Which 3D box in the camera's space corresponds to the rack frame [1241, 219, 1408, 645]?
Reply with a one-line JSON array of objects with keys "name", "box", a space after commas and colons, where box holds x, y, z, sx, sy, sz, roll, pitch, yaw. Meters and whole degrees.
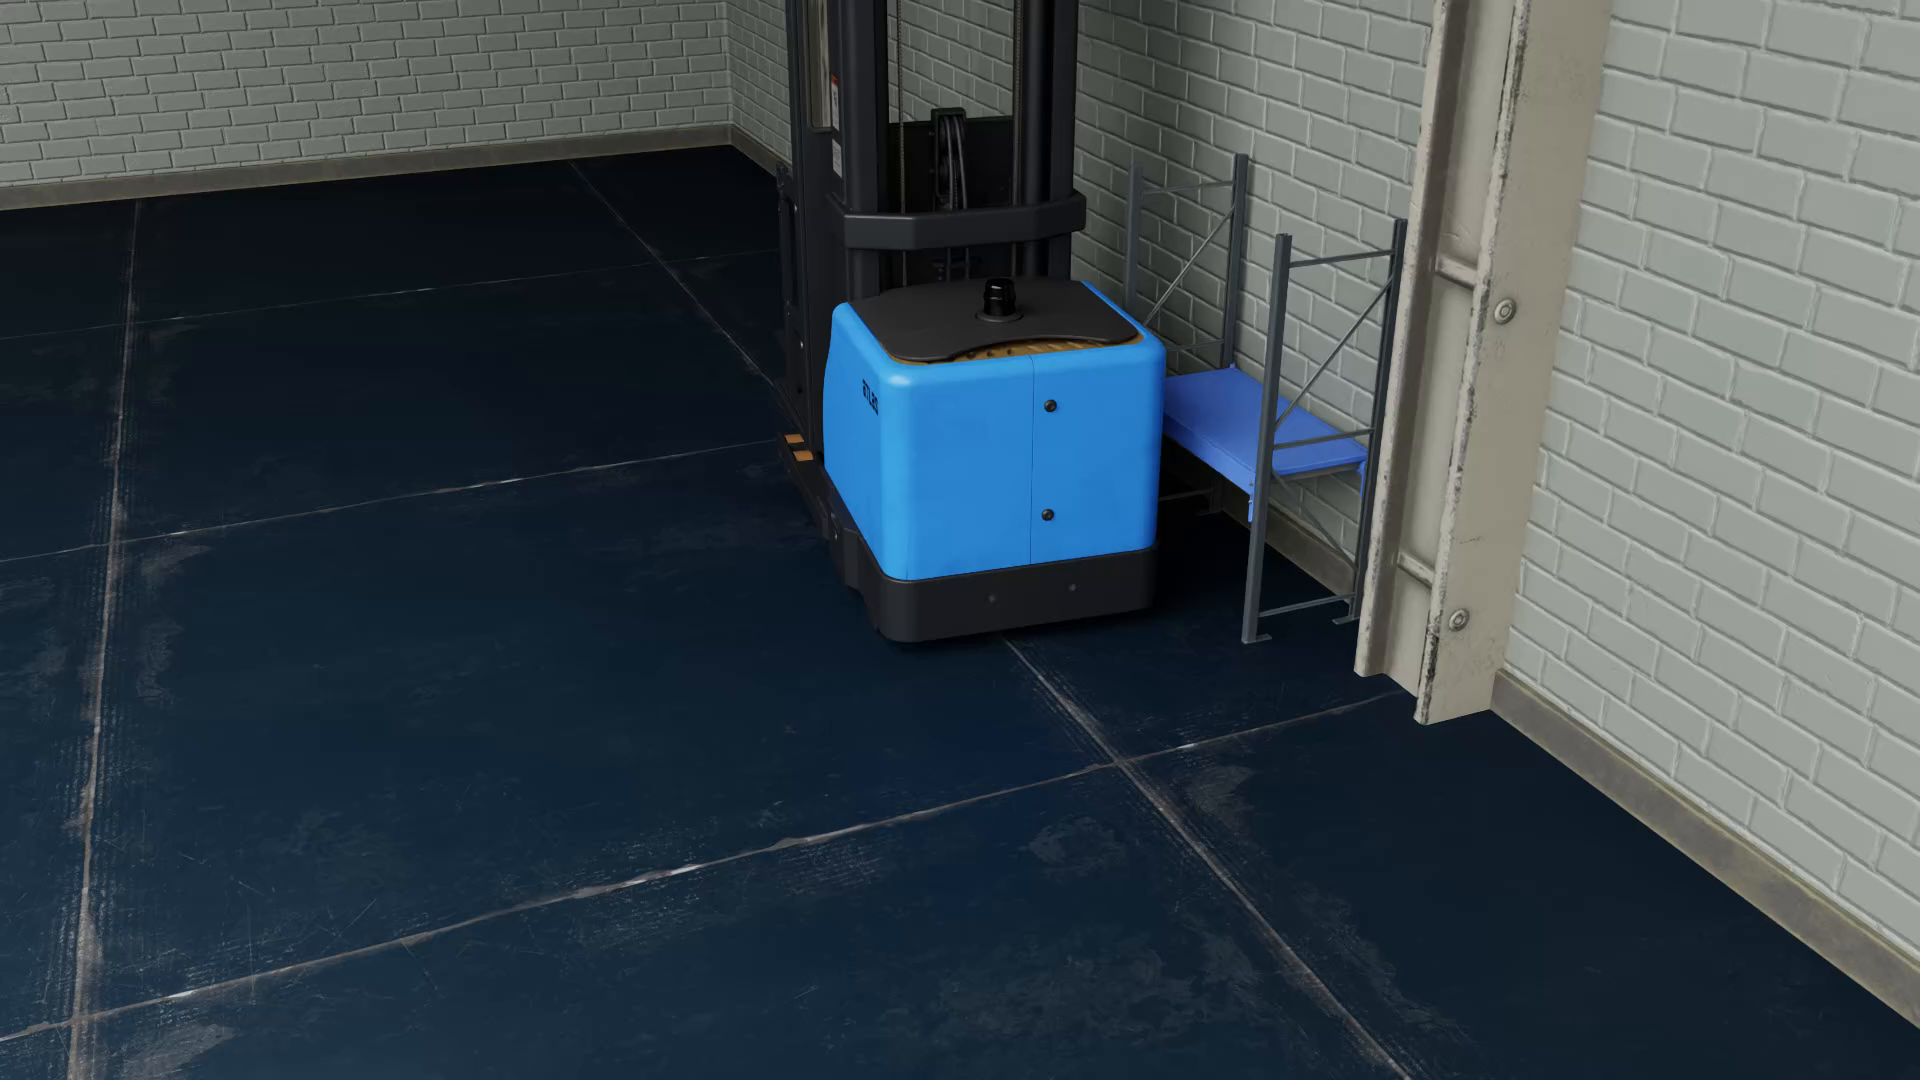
[{"name": "rack frame", "box": [1.252, -0.345, 5.747, 0.500, 1.500, 0.032, -10, 28, -20]}]

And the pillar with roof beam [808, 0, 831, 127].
[{"name": "pillar with roof beam", "box": [-4.717, -5.219, 7.183, 9.100, 9.000, 0.400, -11, 28, -21]}]

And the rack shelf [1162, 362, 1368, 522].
[{"name": "rack shelf", "box": [1.057, -0.389, 6.248, 0.538, 0.185, 1.000, -10, 28, -20]}]

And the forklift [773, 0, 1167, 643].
[{"name": "forklift", "box": [-0.179, -1.582, 6.649, 1.130, 2.935, 3.031, -7, 27, -15]}]

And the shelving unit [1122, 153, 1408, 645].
[{"name": "shelving unit", "box": [1.057, -0.551, 6.169, 0.538, 1.500, 1.048, -10, 28, -20]}]

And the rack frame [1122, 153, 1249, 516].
[{"name": "rack frame", "box": [0.863, -0.757, 6.591, 0.500, 1.500, 0.032, -10, 28, -20]}]

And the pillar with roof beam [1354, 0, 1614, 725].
[{"name": "pillar with roof beam", "box": [-2.367, -2.797, 2.222, 9.100, 9.000, 0.400, -11, 28, -21]}]
